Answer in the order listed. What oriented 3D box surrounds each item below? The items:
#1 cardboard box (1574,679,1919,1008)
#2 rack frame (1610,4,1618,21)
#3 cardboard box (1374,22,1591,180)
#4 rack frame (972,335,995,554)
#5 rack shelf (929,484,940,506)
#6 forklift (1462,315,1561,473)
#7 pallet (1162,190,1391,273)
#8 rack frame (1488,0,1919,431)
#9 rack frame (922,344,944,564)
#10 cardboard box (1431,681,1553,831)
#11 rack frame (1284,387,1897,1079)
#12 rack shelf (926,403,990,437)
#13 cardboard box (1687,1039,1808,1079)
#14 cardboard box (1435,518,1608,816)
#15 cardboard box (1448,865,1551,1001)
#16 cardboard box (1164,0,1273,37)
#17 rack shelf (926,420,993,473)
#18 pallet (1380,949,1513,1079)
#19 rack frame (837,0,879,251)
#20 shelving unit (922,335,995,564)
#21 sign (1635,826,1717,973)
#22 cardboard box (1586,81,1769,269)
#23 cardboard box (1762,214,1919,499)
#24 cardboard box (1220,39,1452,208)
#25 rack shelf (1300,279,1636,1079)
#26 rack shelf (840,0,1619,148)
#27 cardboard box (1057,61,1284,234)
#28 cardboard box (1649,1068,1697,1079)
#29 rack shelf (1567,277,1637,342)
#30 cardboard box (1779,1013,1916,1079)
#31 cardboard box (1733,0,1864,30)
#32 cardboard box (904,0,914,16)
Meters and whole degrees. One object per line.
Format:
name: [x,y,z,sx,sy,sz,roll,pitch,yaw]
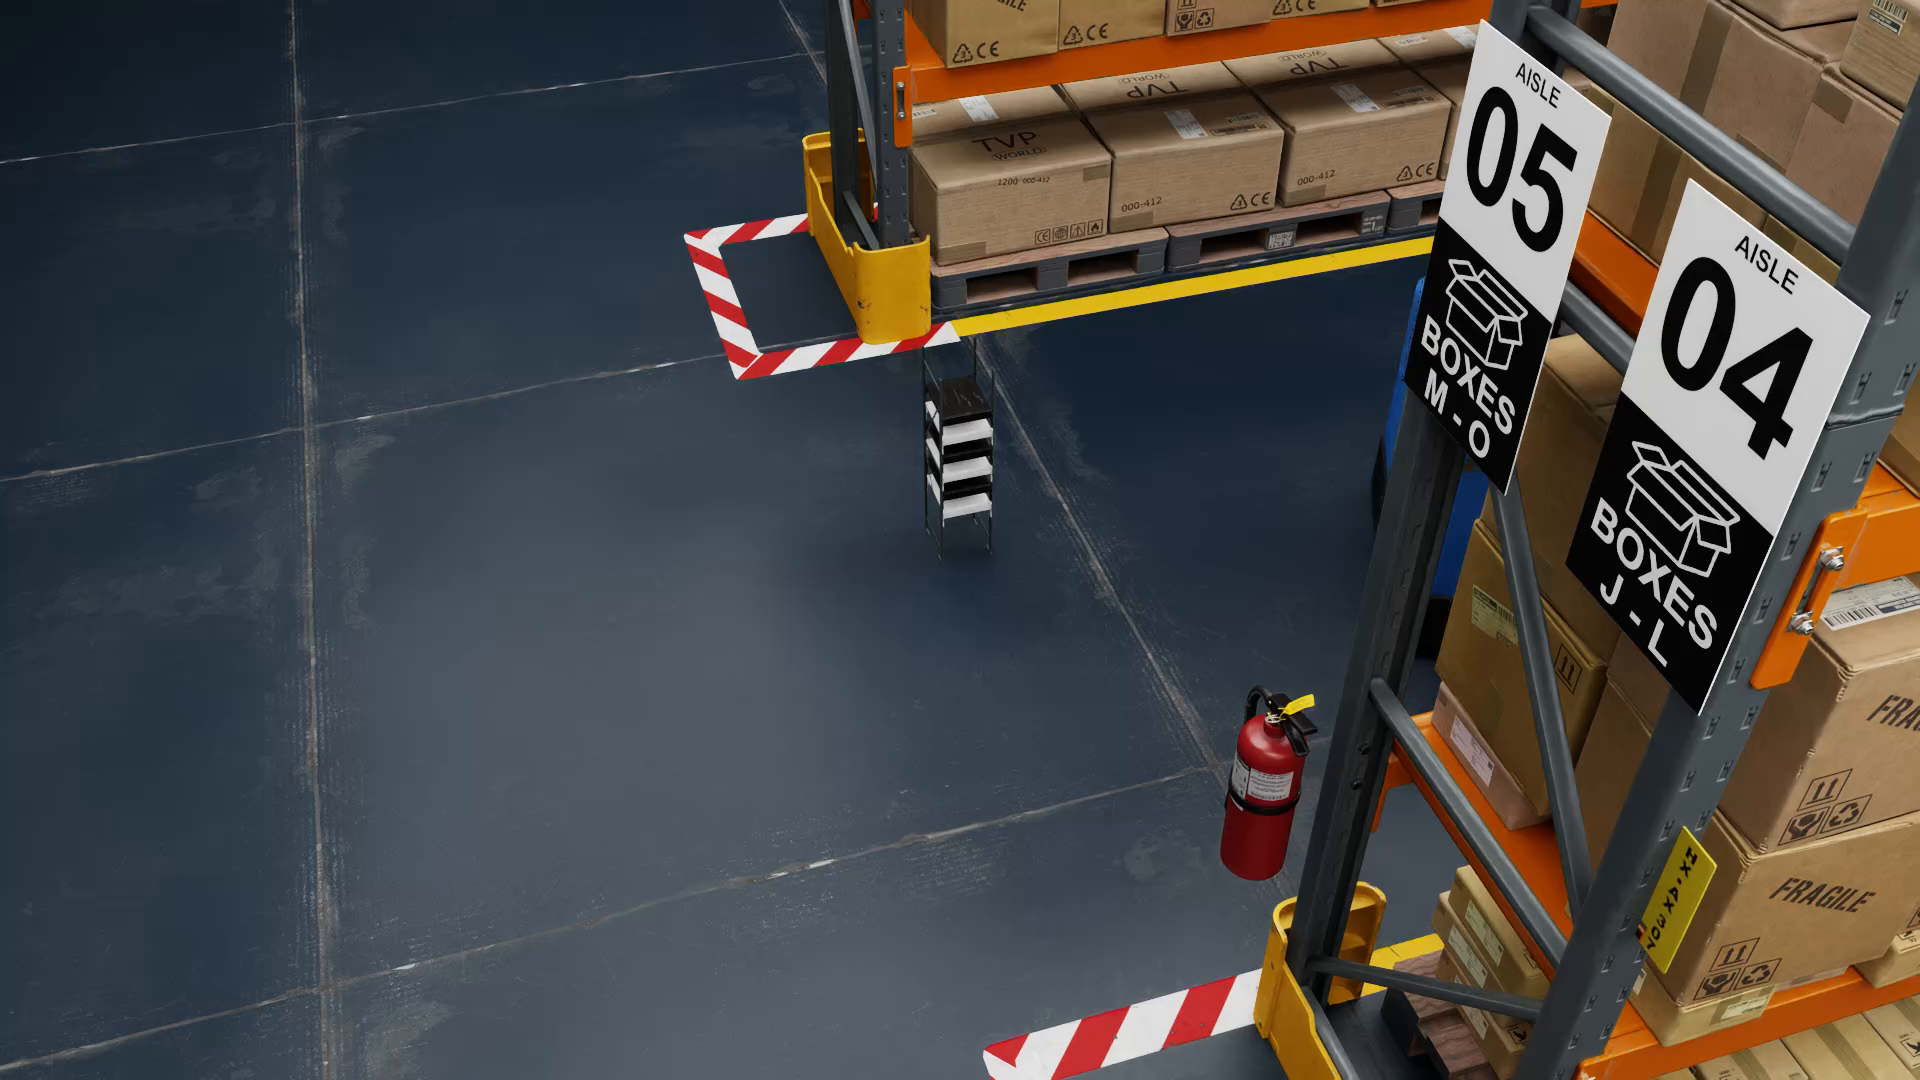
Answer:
cardboard box: [1.657,0.583,3.501,0.500,0.500,0.500,-10,42,-11]
rack frame: [3.377,-3.231,8.169,0.053,2.616,0.949,-12,42,-13]
cardboard box: [2.747,-2.366,8.806,0.875,0.438,0.875,-12,43,-14]
rack frame: [0.089,-0.357,6.475,0.006,0.900,0.240,-12,42,-13]
rack shelf: [-0.008,-0.188,6.583,0.184,0.015,0.199,-12,42,-13]
forklift: [2.207,-3.918,7.276,9.711,5.209,7.407,5,41,6]
pallet: [1.464,-1.834,8.689,1.213,0.211,1.003,-12,42,-13]
rack frame: [1.146,-1.611,1.755,0.127,3.000,1.000,-12,42,-13]
rack frame: [-0.105,-0.317,6.429,0.006,0.900,0.240,-12,42,-13]
cardboard box: [1.372,0.501,4.088,0.250,0.149,0.380,-12,42,-13]
rack frame: [1.146,0.648,3.729,0.127,3.000,1.000,-12,42,-13]
rack shelf: [6.915,-0.361,3.628,12.128,3.443,8.407,-12,42,-13]
cardboard box: [1.975,1.319,4.356,0.250,0.149,0.380,-11,42,-12]
cardboard box: [1.498,0.248,3.884,0.500,0.500,0.500,-11,42,-12]
cardboard box: [1.575,1.076,4.634,0.250,0.149,0.380,-11,42,-13]
cardboard box: [1.072,-2.598,7.367,0.500,0.500,0.500,-12,43,-13]
rack shelf: [-0.008,-0.380,6.415,0.200,0.077,0.258,-12,42,-13]
pallet: [2.004,1.545,4.822,1.213,0.211,1.003,-12,42,-13]
rack frame: [-0.438,-2.441,7.264,0.053,2.616,0.949,-12,42,-13]
shelving unit: [6.907,-0.138,3.832,12.137,4.047,8.426,-12,42,-13]
sign: [1.309,0.662,3.054,0.005,0.325,0.100,-12,42,-13]
cardboard box: [1.501,-0.681,3.084,0.500,0.250,0.500,-13,43,-14]
cardboard box: [1.651,-0.354,2.709,0.529,0.250,0.529,-13,43,-14]
cardboard box: [1.893,-2.188,8.603,0.875,0.438,0.875,-13,43,-14]
rack shelf: [1.147,0.650,3.726,0.053,2.616,0.949,-12,42,-13]
rack shelf: [1.471,-2.563,7.950,4.000,0.370,1.077,-12,42,-13]
cardboard box: [1.033,-2.011,8.400,0.875,0.438,0.875,-11,42,-12]
cardboard box: [1.748,1.449,4.207,0.250,0.149,0.380,-14,43,-15]
rack shelf: [3.054,-0.660,3.384,3.687,0.071,0.831,-12,42,-13]
cardboard box: [2.254,1.350,4.321,0.250,0.149,0.380,-12,43,-13]
cardboard box: [1.375,-1.014,2.782,0.250,0.149,0.380,-12,43,-13]
cardboard box: [-0.056,-2.738,7.528,0.500,0.500,0.500,-11,42,-13]
